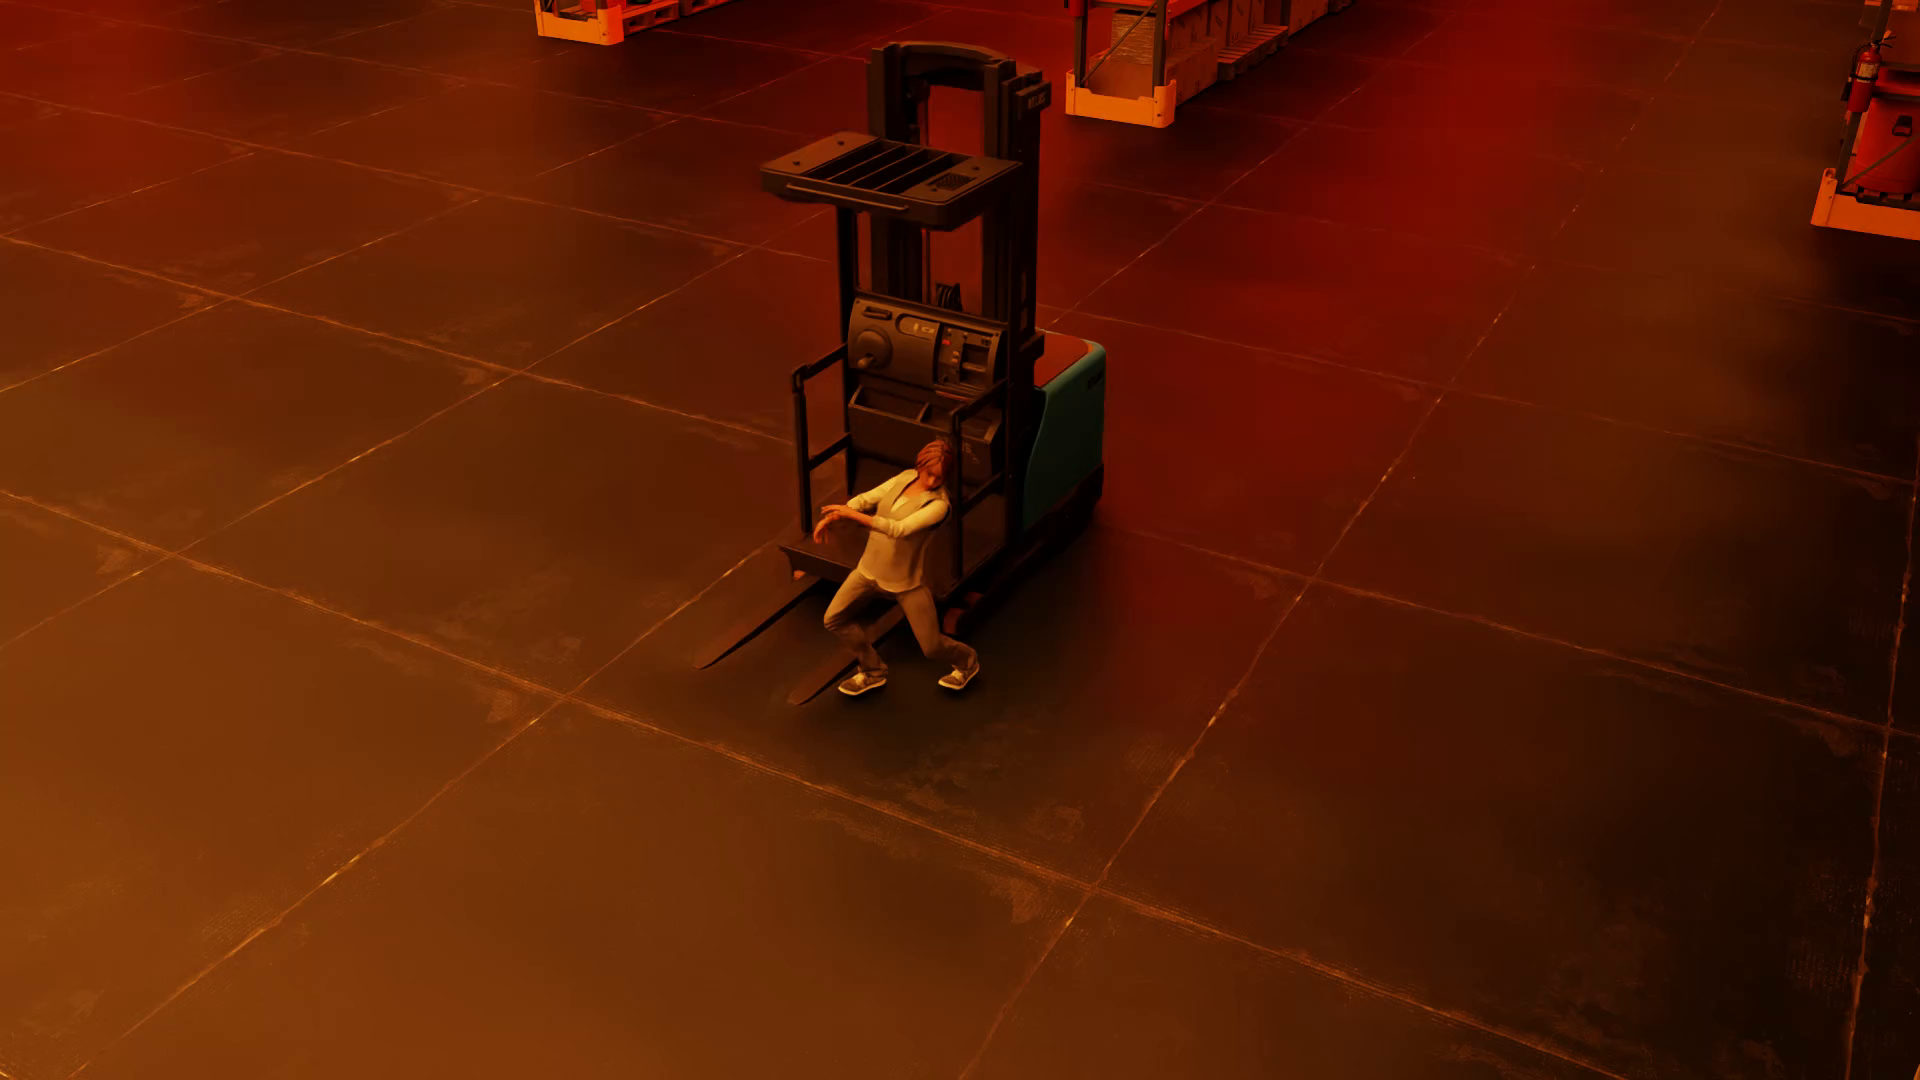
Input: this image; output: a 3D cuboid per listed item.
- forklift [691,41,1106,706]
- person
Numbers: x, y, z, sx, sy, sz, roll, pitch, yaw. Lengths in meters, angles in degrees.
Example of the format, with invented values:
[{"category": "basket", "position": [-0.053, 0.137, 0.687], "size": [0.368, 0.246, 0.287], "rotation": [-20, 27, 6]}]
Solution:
[{"category": "forklift", "position": [-0.305, -0.999, 8.802], "size": [1.130, 2.935, 3.031], "rotation": [17, 34, 26]}, {"category": "person", "position": [-0.396, 0.155, 8.292], "size": [0.784, 1.415, 0.749], "rotation": [20, 36, 31]}]
